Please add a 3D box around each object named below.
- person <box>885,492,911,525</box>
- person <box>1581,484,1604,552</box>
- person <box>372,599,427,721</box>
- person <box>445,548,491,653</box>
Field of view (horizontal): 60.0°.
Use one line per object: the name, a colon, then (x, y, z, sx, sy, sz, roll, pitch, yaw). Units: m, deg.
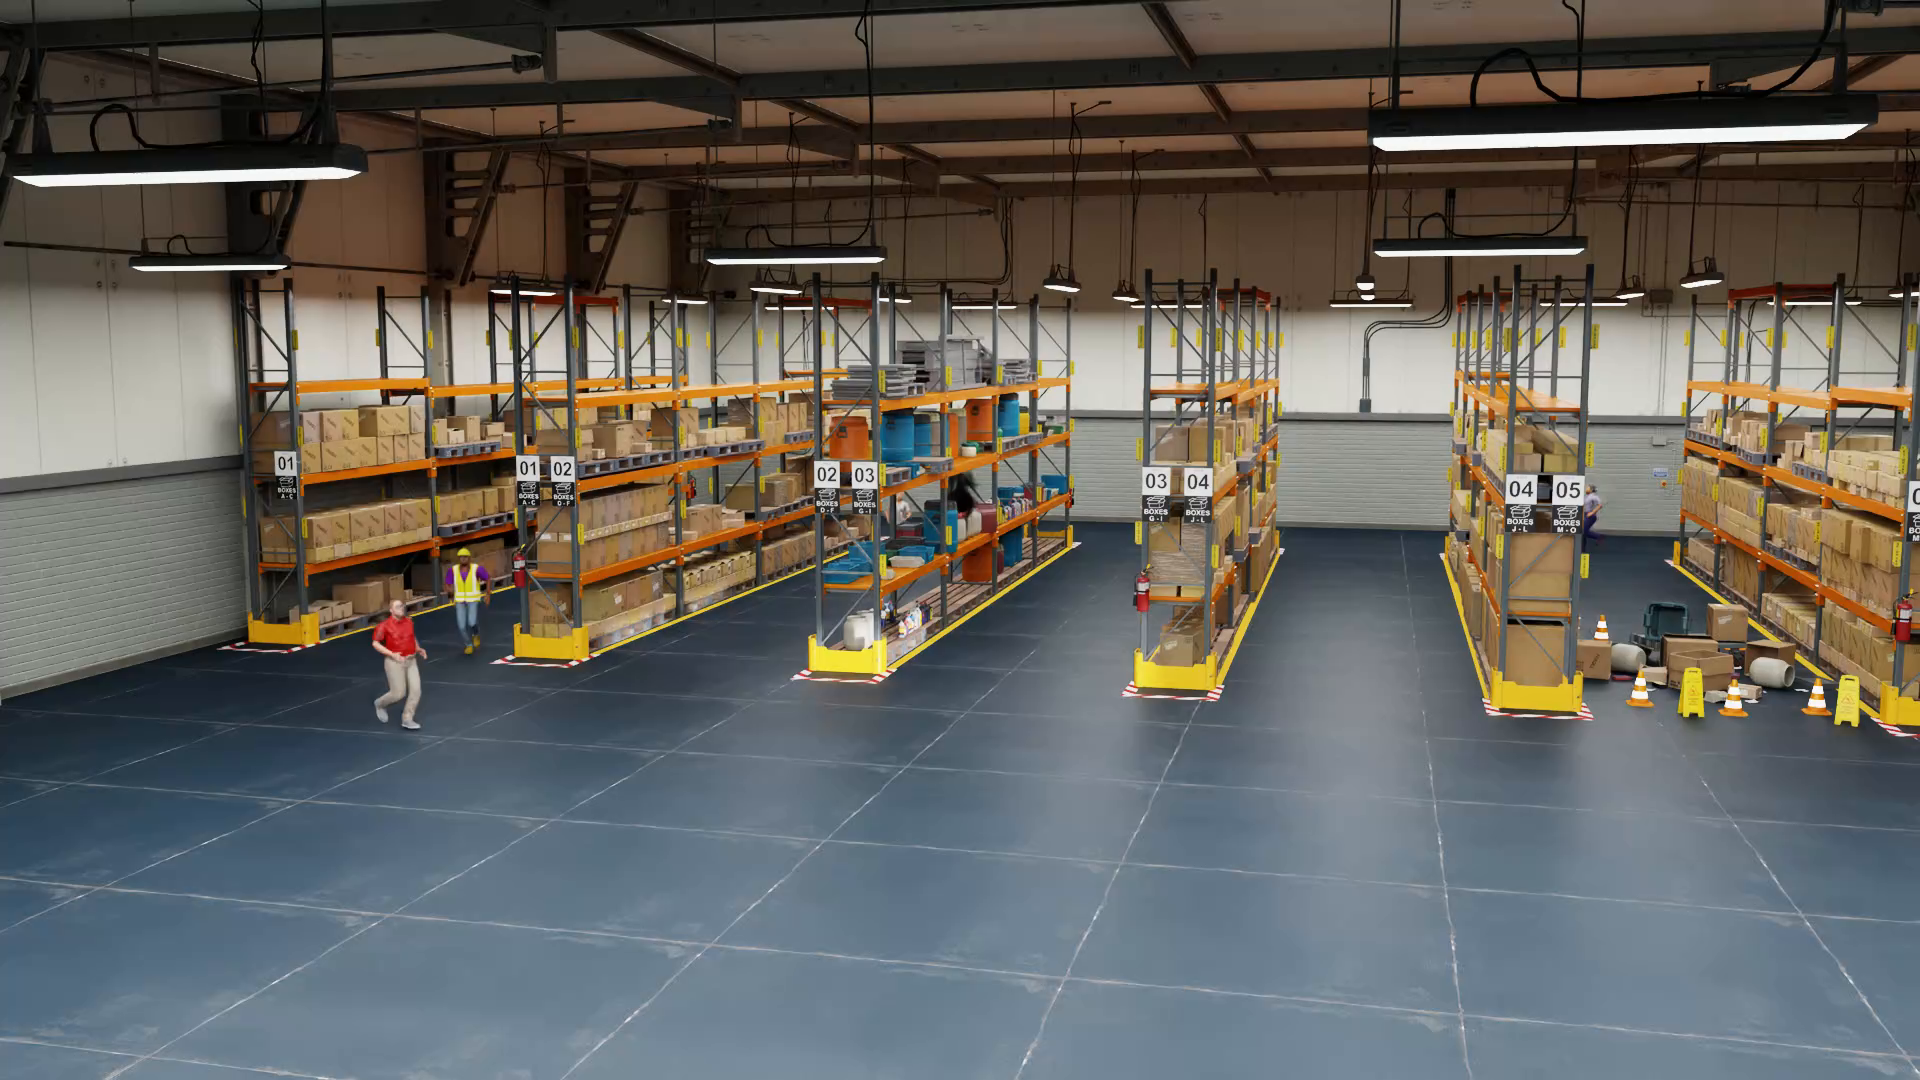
person: (-1.413, -0.322, 37.712, 0.597, 1.642, 0.793, 0, 7, 3)
person: (14.969, -0.506, 39.462, 0.769, 1.624, 0.607, 0, 7, -2)
person: (-7.249, 1.558, 21.499, 0.579, 1.591, 0.665, 4, 8, 33)
person: (-7.870, 0.982, 26.548, 0.702, 1.709, 0.616, -1, 7, -5)
